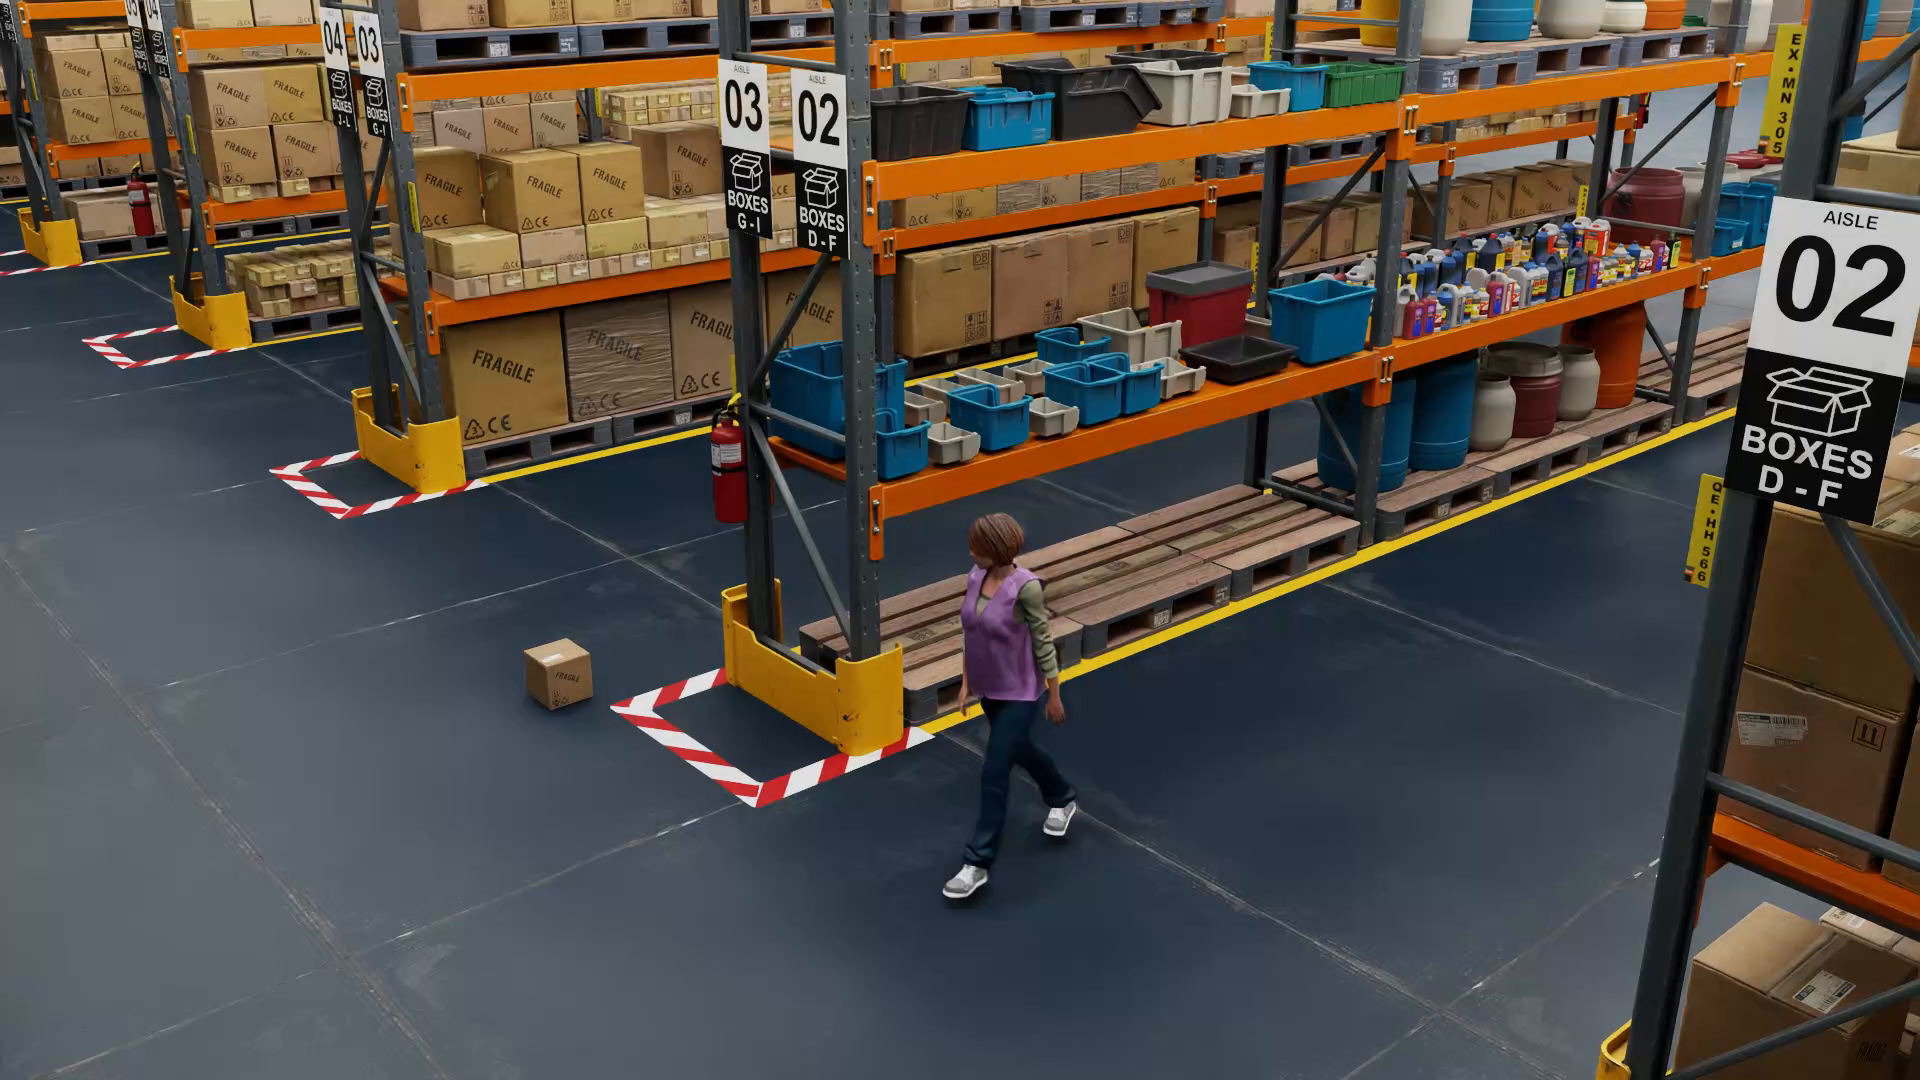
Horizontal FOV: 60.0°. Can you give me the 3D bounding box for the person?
[{"bbox_3d":[0.171,0.627,6.964,0.902,1.528,0.465,-17,27,-37],"label":"person"}]
